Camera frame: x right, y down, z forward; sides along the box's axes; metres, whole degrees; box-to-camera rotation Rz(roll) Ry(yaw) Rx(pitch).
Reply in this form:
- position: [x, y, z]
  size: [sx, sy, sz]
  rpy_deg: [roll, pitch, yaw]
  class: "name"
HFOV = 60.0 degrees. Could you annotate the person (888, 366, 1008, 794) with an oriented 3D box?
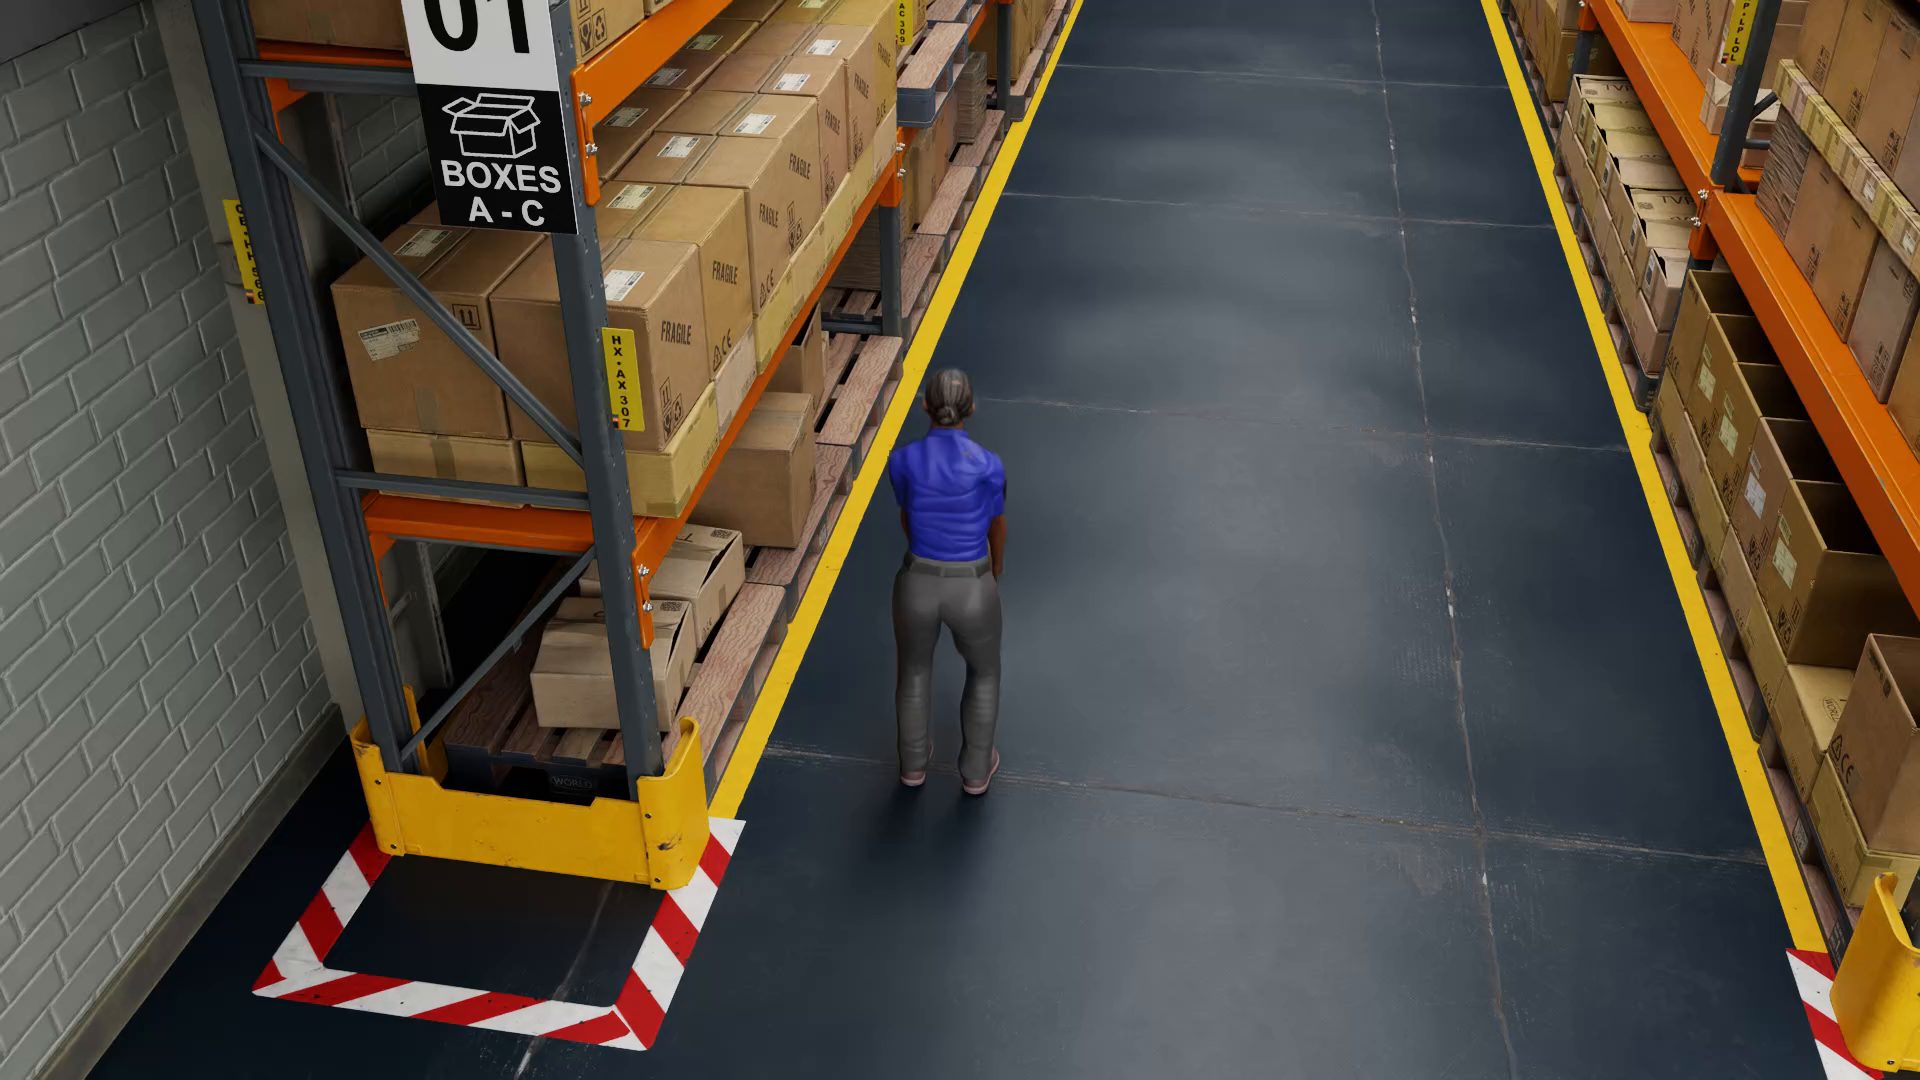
- position: [-0.041, 0.147, 5.956]
  size: [0.412, 1.621, 0.552]
  rpy_deg: [5, 33, 7]
  class: "person"
